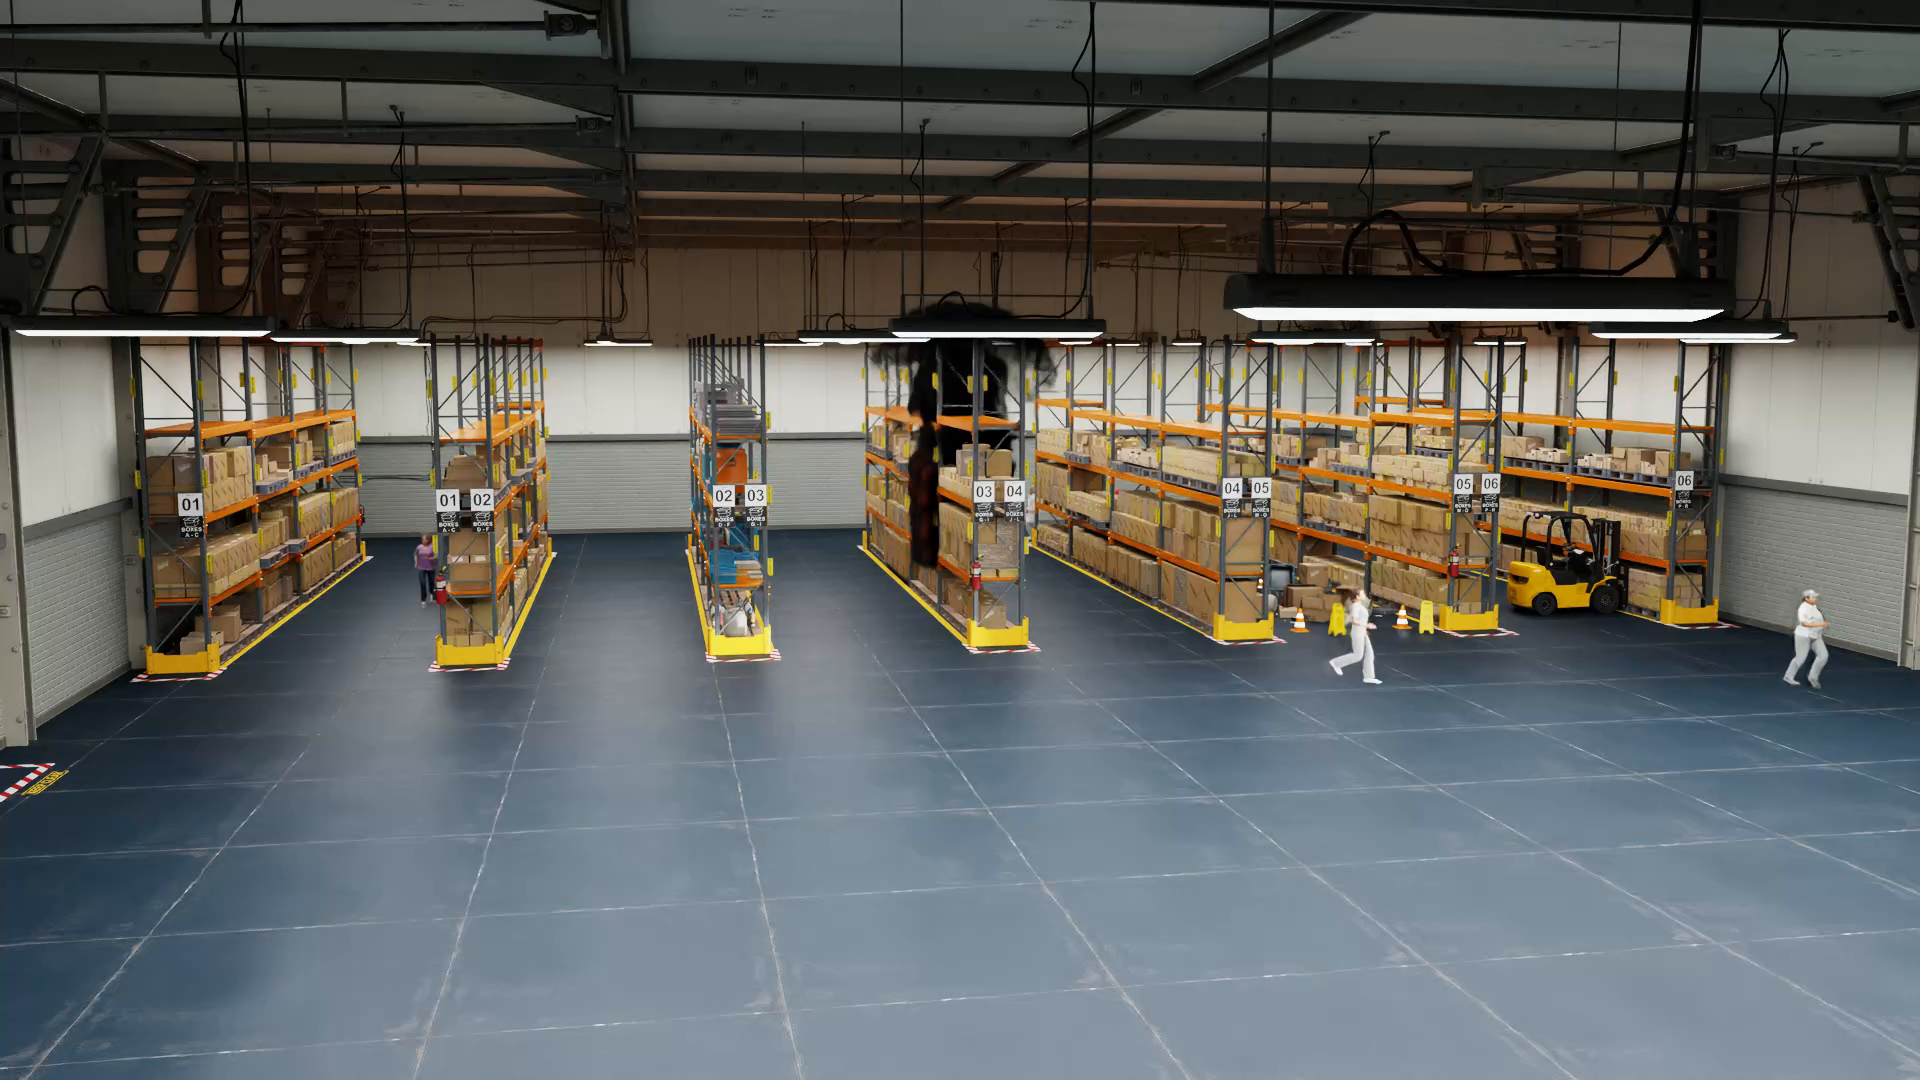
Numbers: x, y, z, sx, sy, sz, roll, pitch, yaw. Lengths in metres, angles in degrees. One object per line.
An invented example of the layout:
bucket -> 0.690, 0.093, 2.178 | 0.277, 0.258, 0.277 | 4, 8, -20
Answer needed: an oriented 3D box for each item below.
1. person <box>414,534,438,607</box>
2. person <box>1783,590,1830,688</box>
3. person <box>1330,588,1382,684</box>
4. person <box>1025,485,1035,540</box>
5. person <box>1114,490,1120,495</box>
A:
person -> -11.913, 0.664, 37.105 | 0.537, 1.585, 0.893 | -1, 7, -12
person -> 14.376, 1.694, 28.158 | 0.596, 1.727, 0.705 | -4, 8, -34
person -> 6.818, 1.645, 28.567 | 0.881, 1.641, 0.567 | 3, 7, 22
person -> 2.149, -0.815, 49.910 | 0.576, 1.672, 0.733 | -1, 7, -8
person -> 4.476, -0.572, 47.392 | 0.636, 1.741, 0.586 | -1, 7, -6
